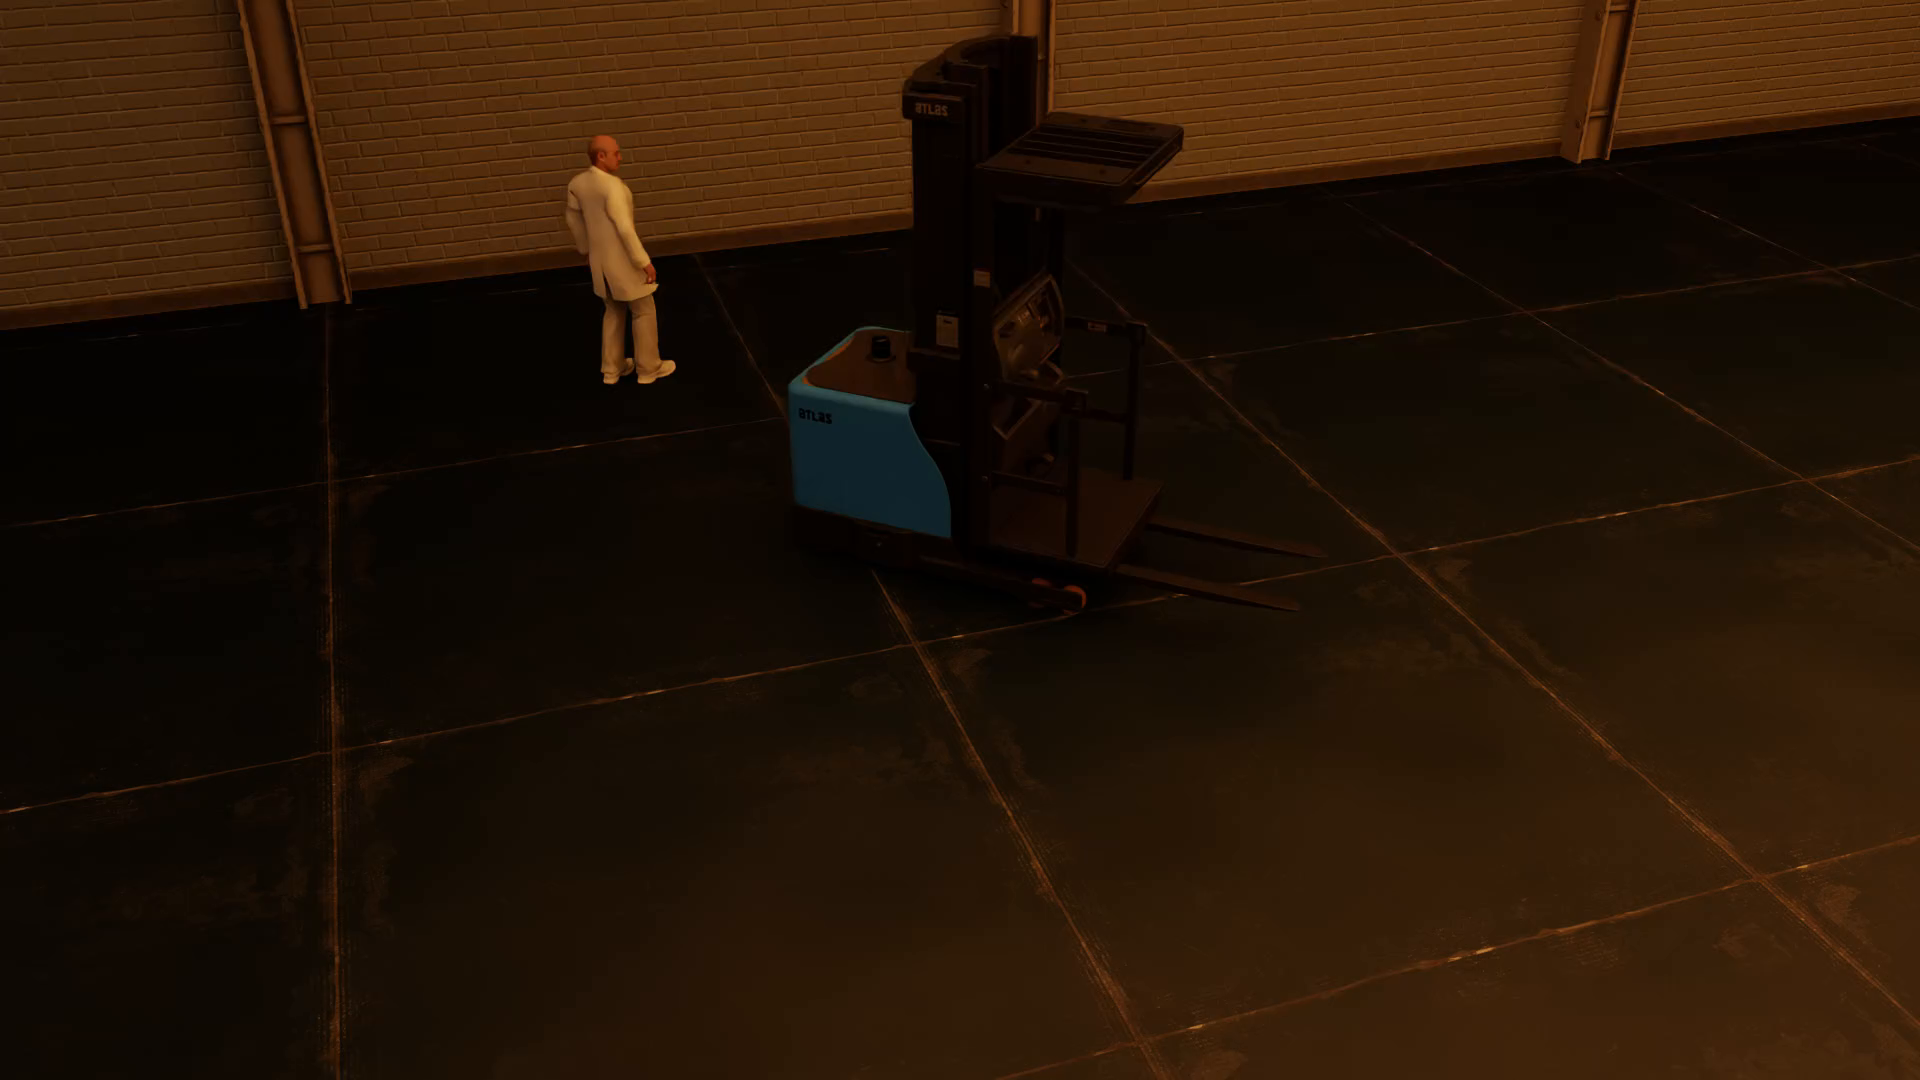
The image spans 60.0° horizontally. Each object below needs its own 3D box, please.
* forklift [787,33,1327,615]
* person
[{"bbox_3d":[0.564,-1.152,9.089,3.031,2.935,1.130,12,32,20],"label":"forklift"},{"bbox_3d":[-2.367,-1.974,11.681,0.755,1.772,0.513,19,35,30],"label":"person"}]
